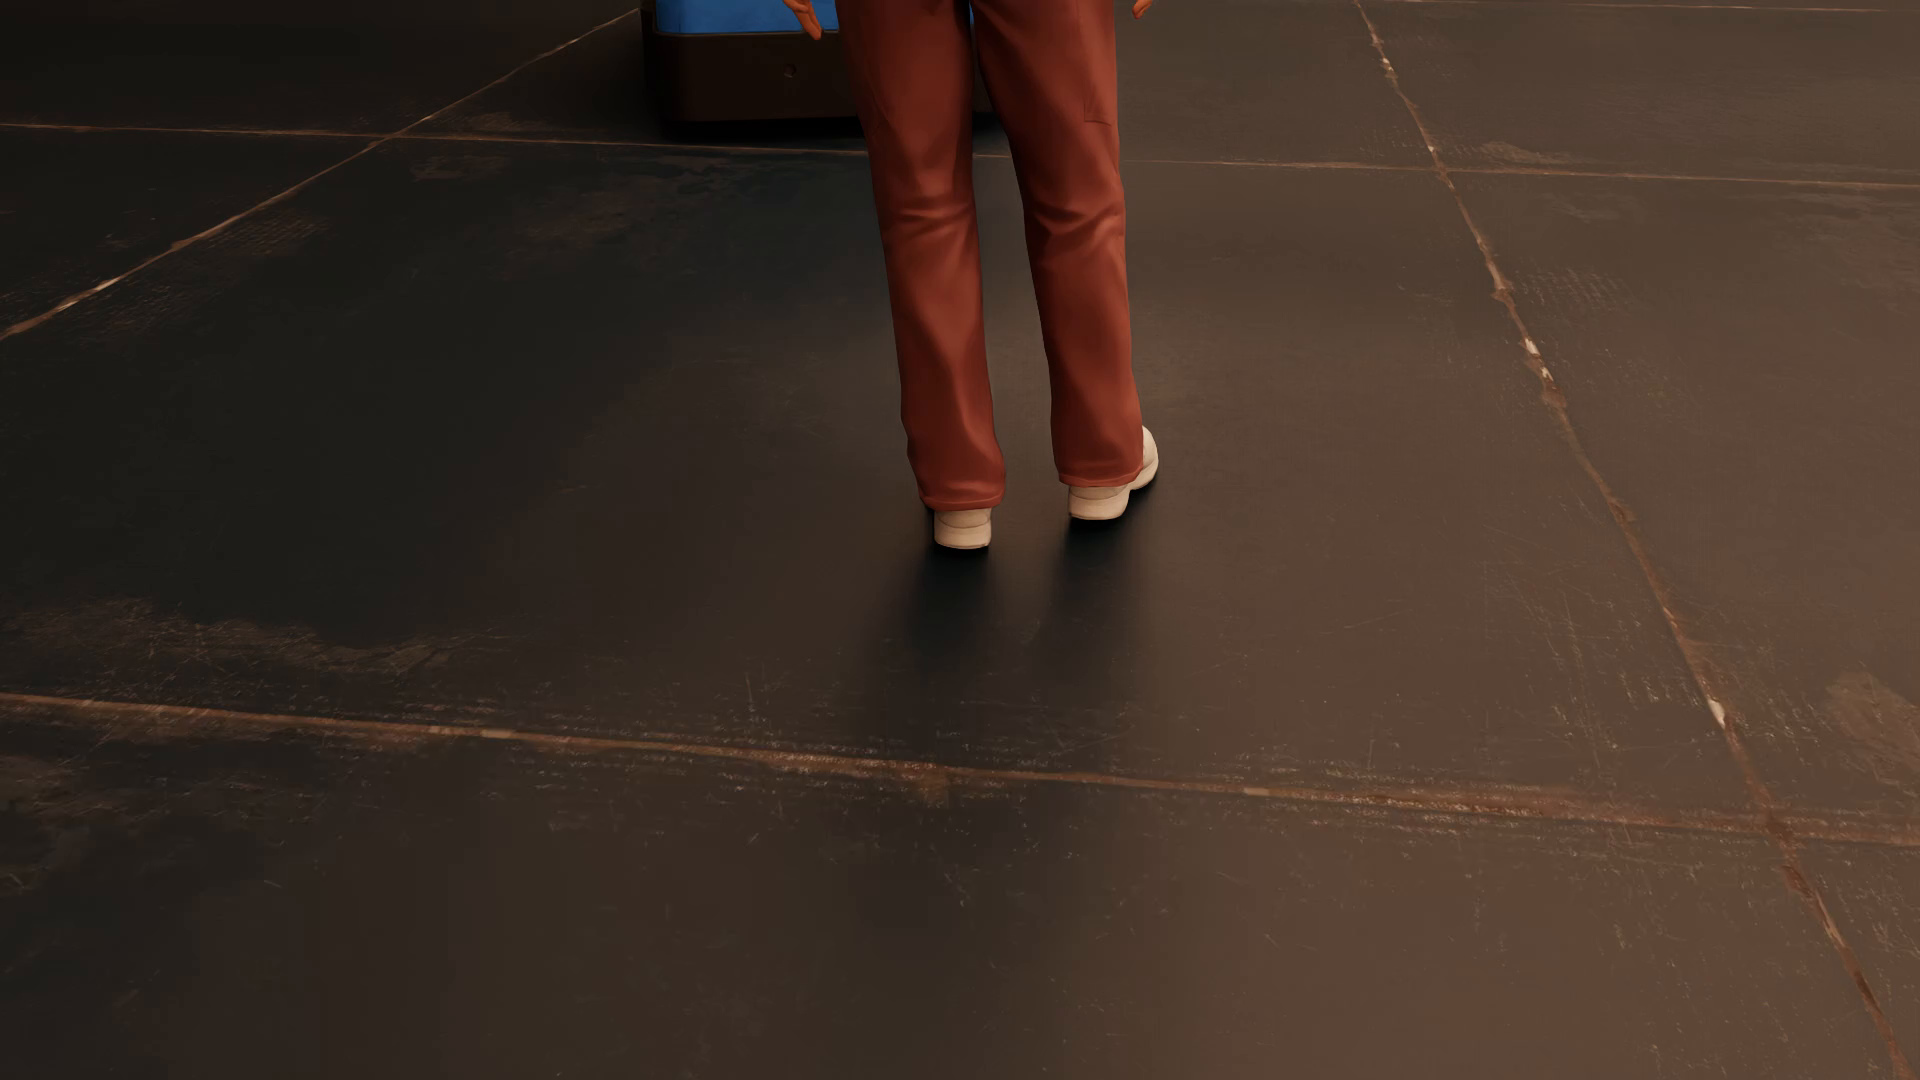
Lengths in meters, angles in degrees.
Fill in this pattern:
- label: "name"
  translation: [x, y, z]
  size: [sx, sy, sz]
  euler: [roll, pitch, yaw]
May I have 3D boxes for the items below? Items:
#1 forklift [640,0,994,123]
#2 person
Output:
- label: "forklift"
  translation: [-0.569, -3.128, 5.487]
  size: [1.130, 2.935, 3.031]
  euler: [-4, 27, -8]
- label: "person"
  translation: [0.021, -0.788, 2.187]
  size: [0.553, 1.675, 0.549]
  euler: [3, 27, 7]
